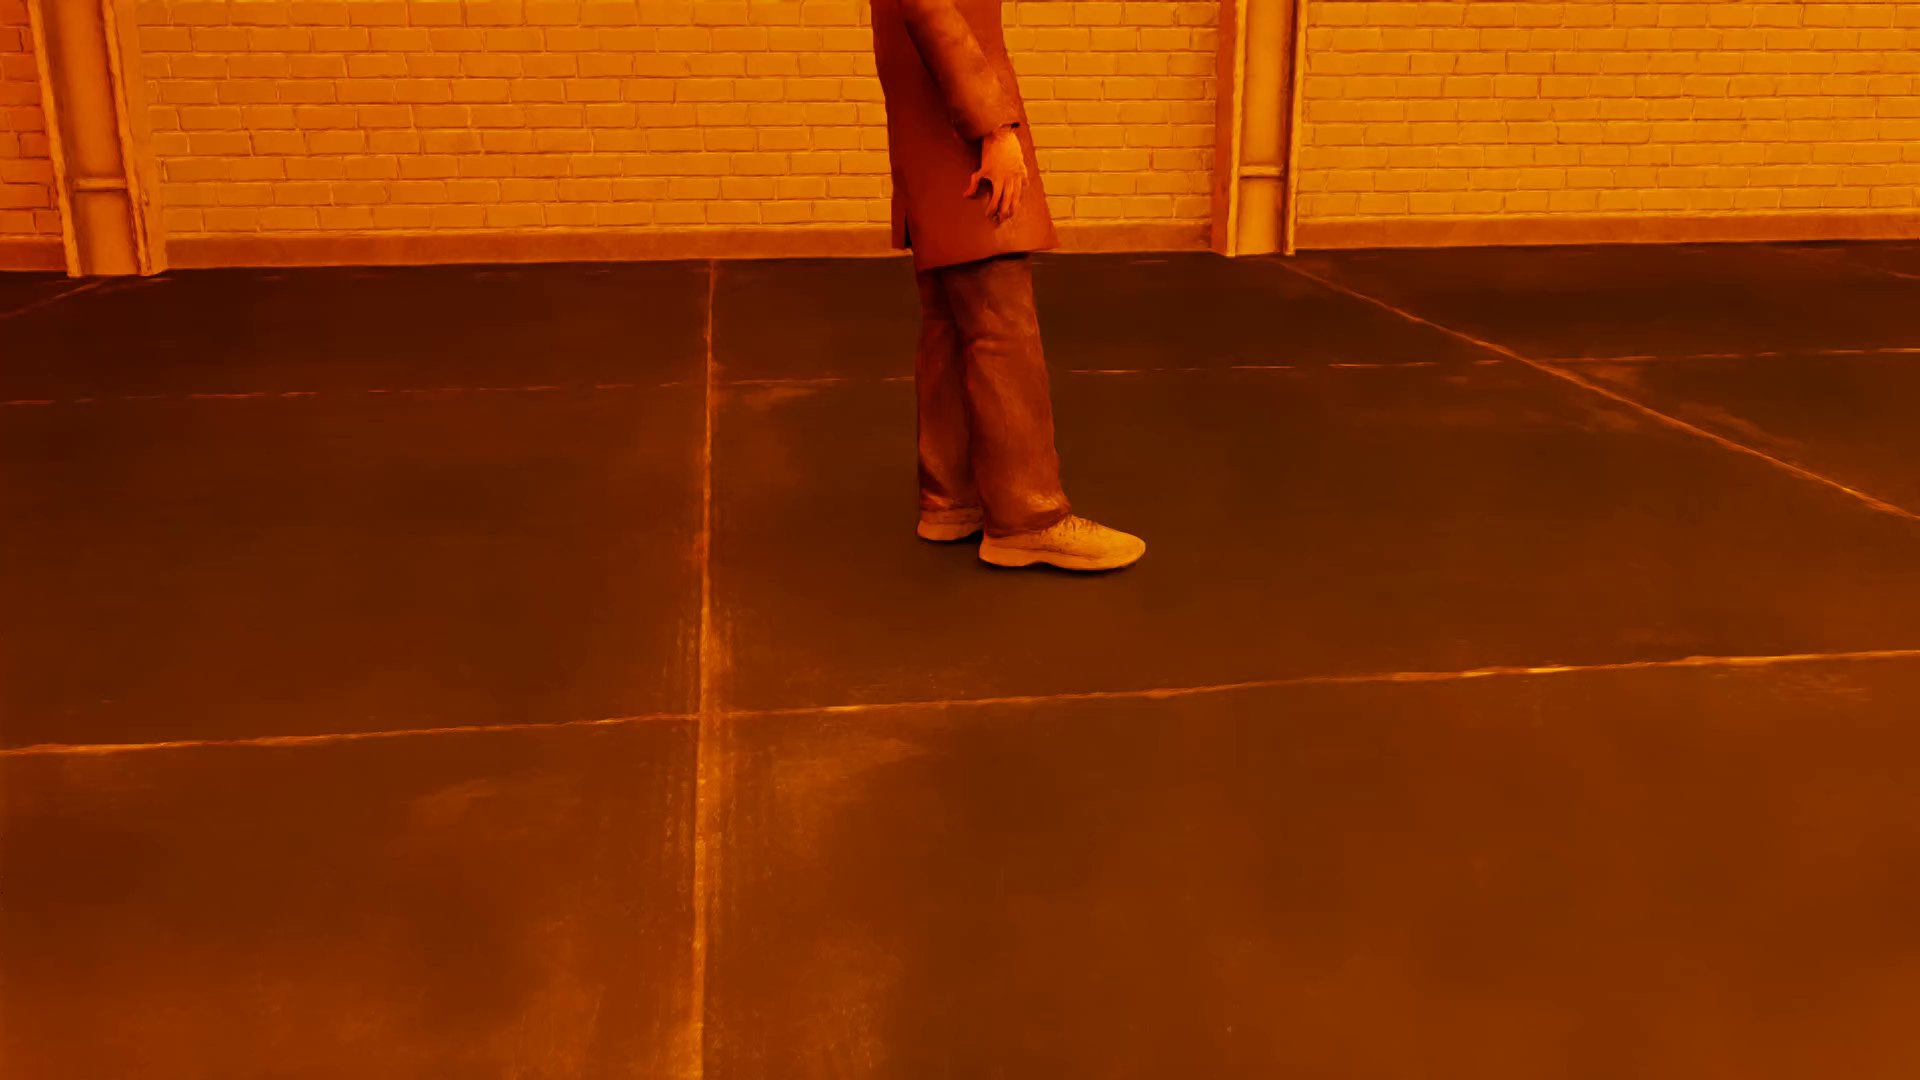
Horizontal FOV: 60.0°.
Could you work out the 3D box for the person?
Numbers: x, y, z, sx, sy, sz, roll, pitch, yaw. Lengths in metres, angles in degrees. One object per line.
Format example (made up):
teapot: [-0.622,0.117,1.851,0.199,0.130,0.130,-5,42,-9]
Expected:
person: [0.091,-0.861,3.715,0.580,1.776,0.694,-2,17,-8]
